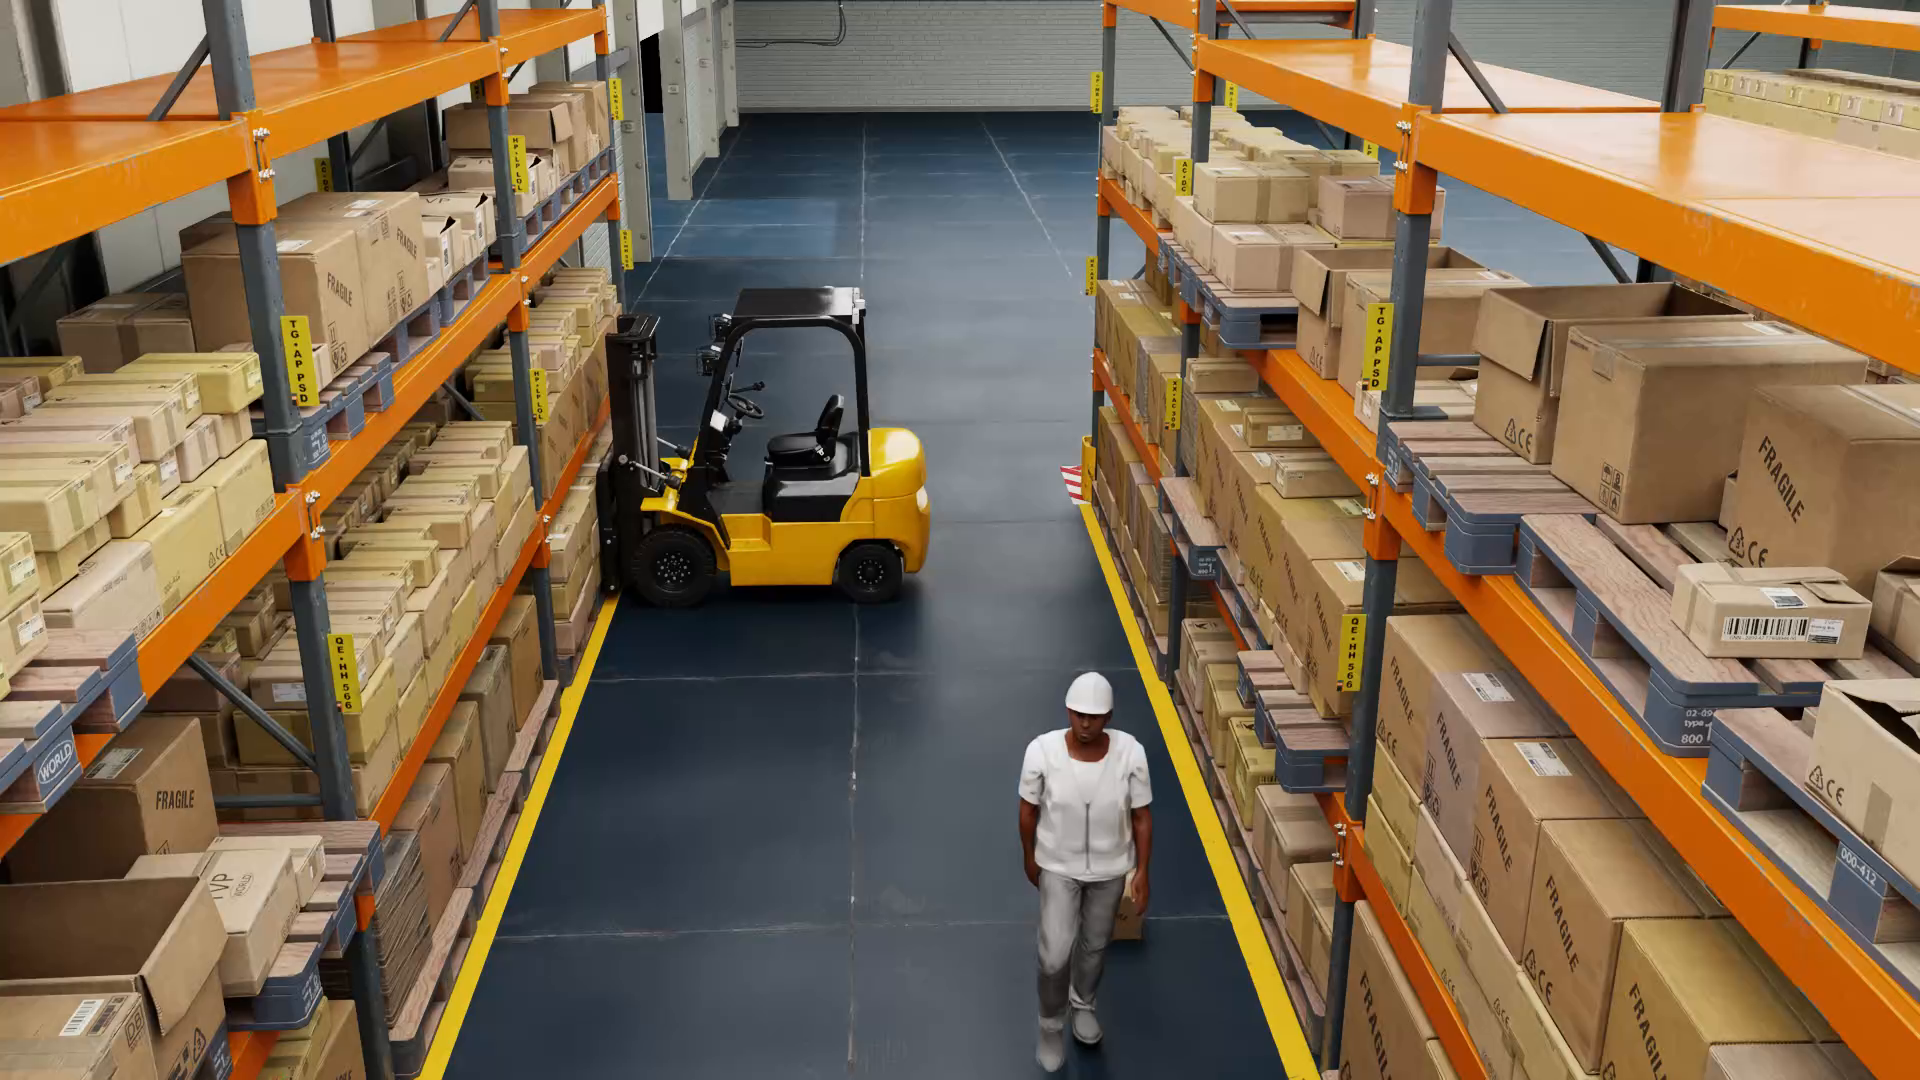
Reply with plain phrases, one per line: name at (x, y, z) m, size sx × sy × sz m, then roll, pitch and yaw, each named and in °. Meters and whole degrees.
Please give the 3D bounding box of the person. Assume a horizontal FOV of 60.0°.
person at (0.542, 1.439, 7.153) m, size 0.566 × 1.816 × 0.498 m, roll -1°, pitch 20°, yaw -2°
